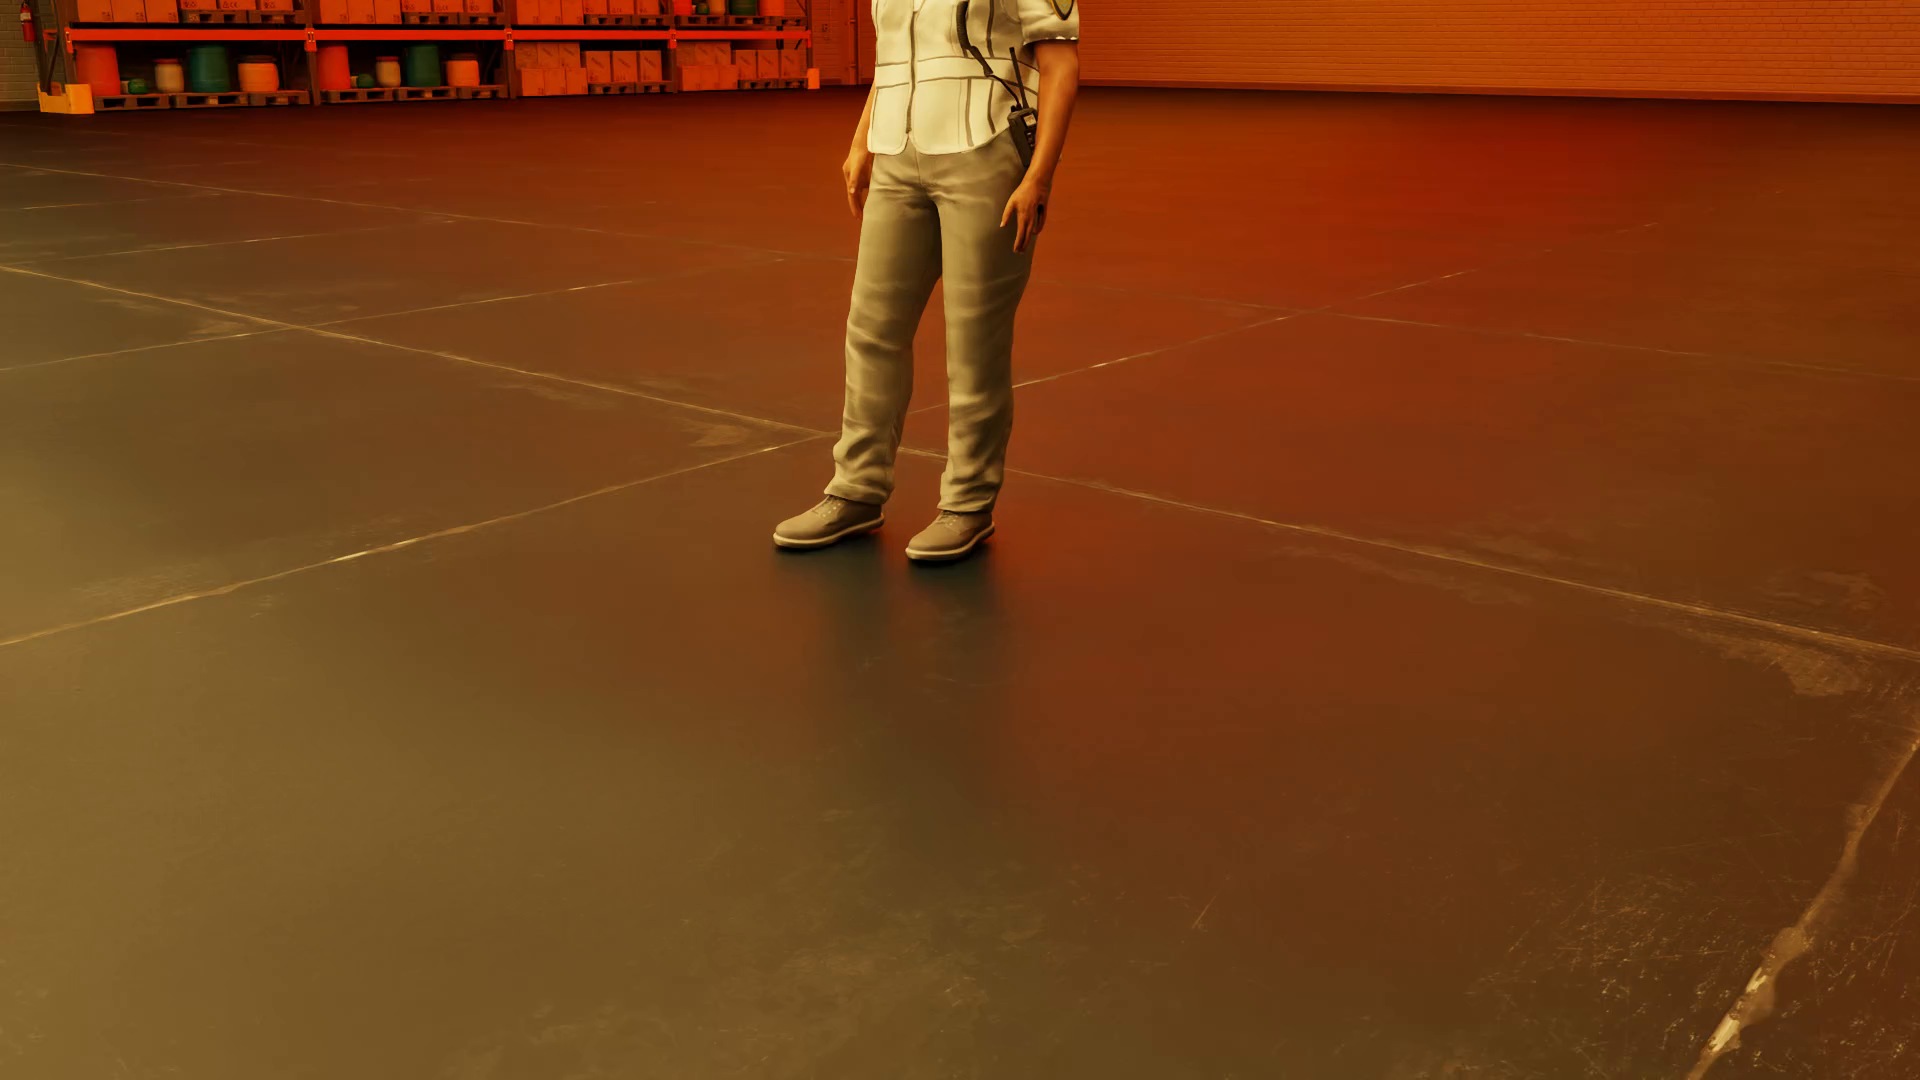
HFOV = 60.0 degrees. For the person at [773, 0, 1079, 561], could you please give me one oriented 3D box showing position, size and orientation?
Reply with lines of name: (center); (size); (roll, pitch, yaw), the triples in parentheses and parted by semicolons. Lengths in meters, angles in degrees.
person: (-0.067, -0.791, 3.655); (0.598, 1.670, 0.529); (13, 21, 37)
